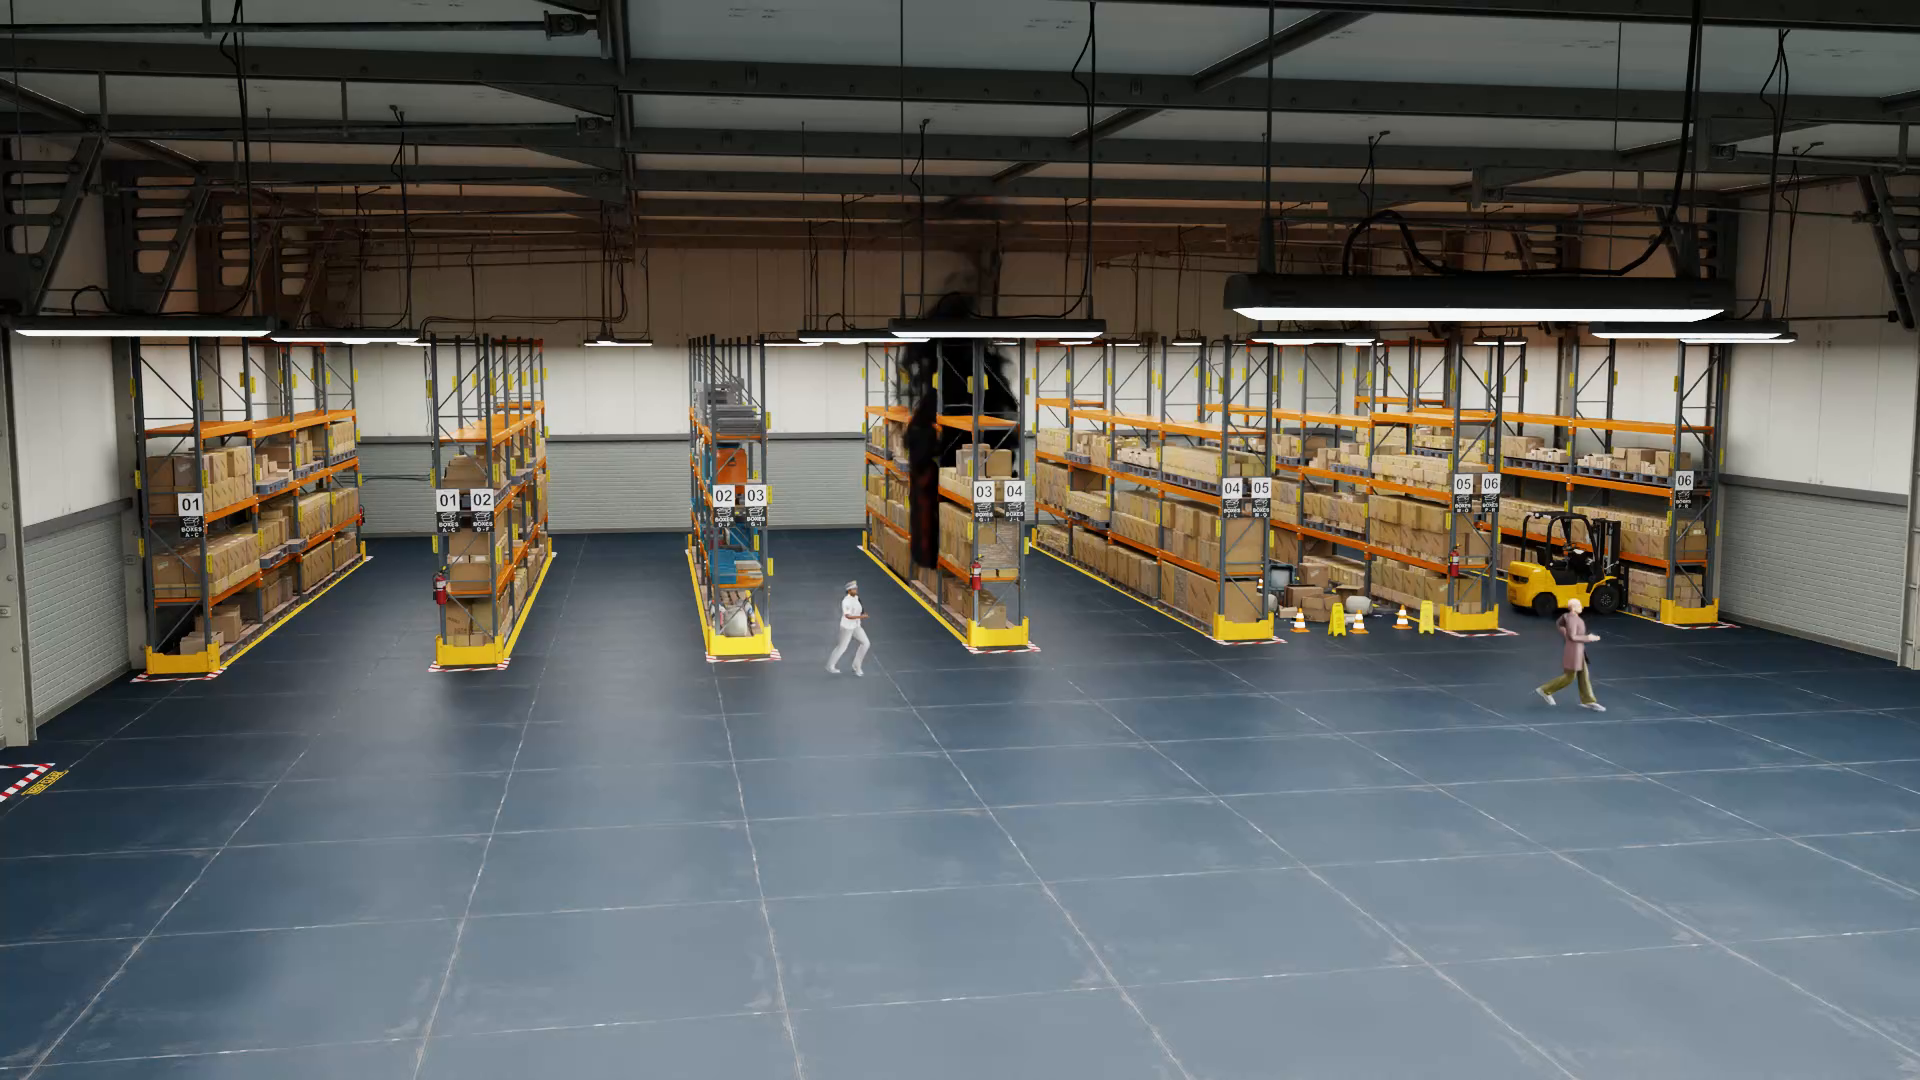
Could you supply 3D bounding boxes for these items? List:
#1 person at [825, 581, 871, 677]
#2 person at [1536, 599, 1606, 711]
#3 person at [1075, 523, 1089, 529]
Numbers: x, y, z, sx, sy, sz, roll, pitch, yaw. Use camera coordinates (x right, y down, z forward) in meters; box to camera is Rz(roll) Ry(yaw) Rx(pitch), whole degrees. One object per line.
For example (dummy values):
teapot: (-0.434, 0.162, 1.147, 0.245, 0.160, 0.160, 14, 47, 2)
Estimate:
person: (-1.923, 1.551, 29.166, 0.868, 1.718, 0.583, 3, 7, 27)
person: (9.699, 1.817, 26.322, 1.049, 1.768, 0.710, 3, 7, 22)
person: (3.741, -0.814, 50.177, 0.740, 1.646, 0.612, -1, 7, -10)
